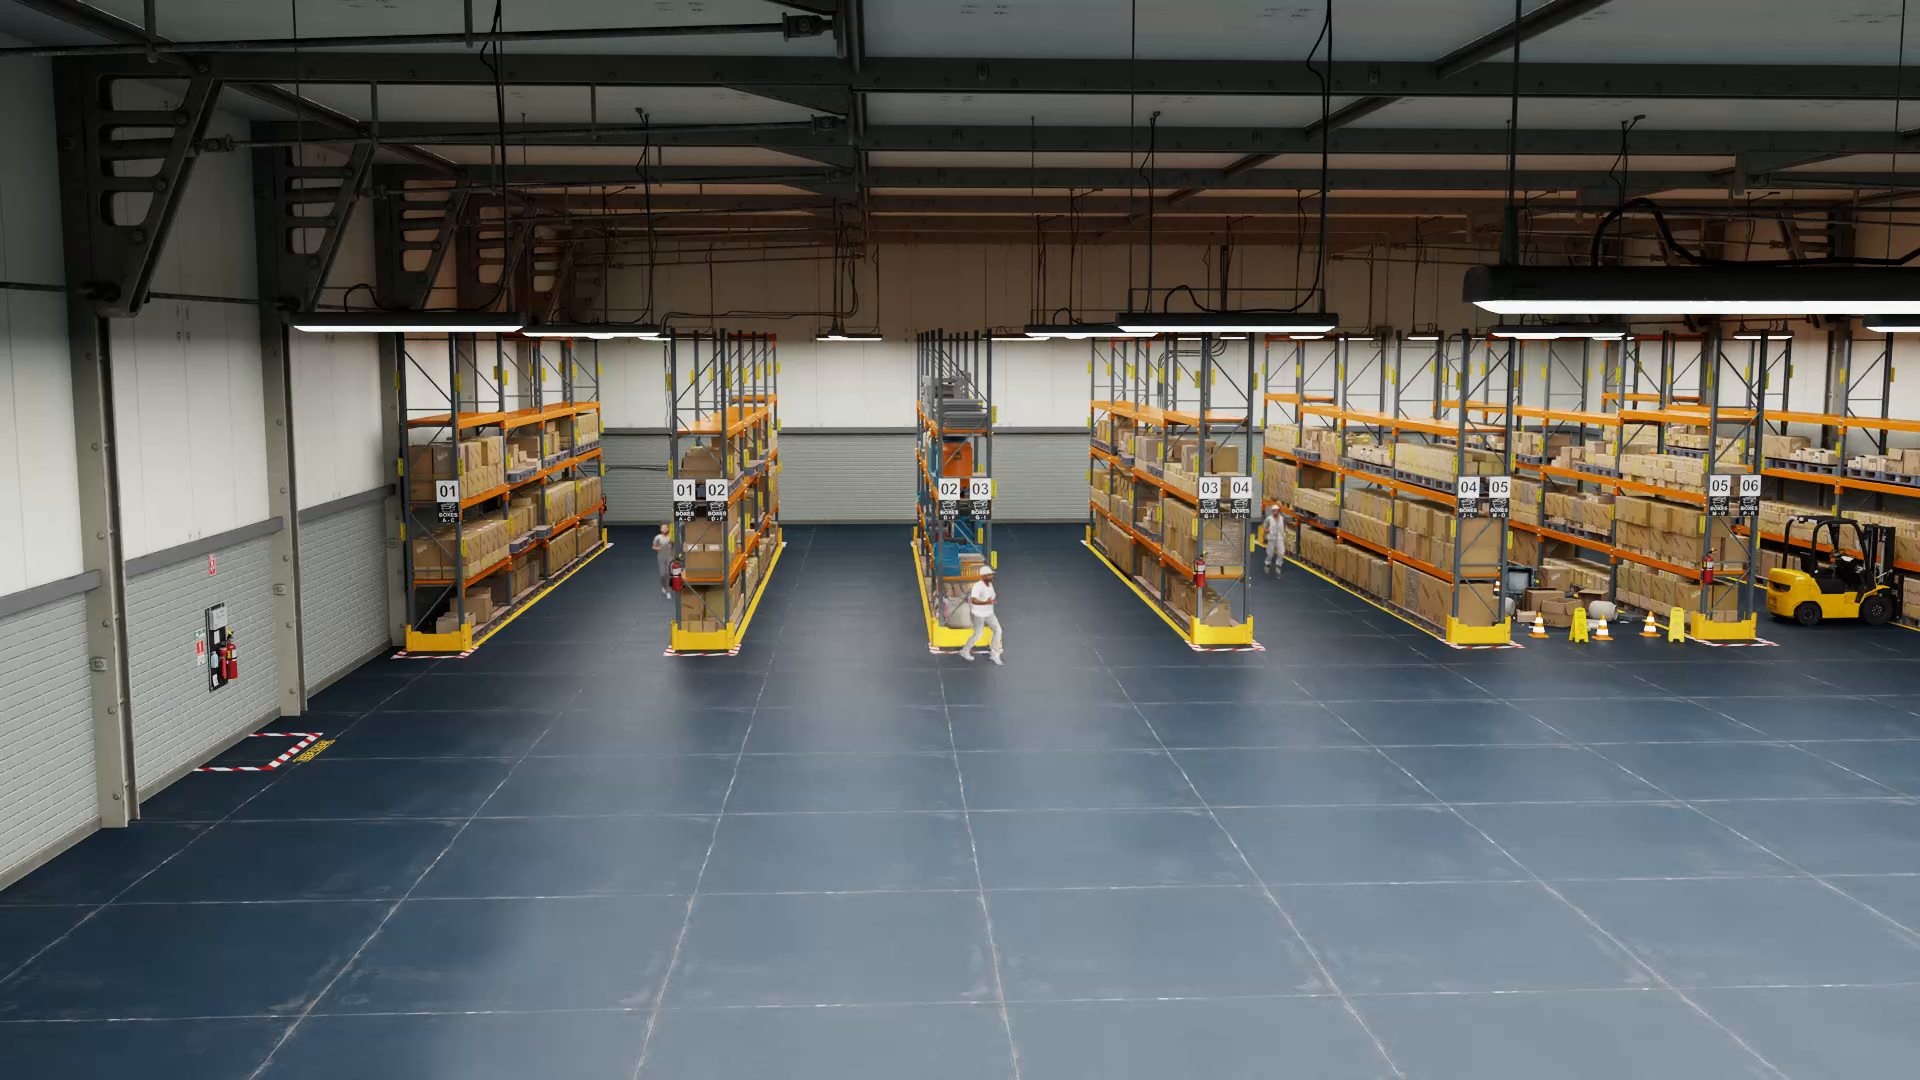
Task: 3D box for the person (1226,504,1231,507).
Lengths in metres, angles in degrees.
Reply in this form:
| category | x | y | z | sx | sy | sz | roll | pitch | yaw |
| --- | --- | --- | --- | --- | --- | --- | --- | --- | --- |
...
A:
| category | x | y | z | sx | sy | sz | roll | pitch | yaw |
| --- | --- | --- | --- | --- | --- | --- | --- | --- | --- |
| person | 7.527 | -0.769 | 48.391 | 0.781 | 1.584 | 0.540 | 4 | 8 | 31 |

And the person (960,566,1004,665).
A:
| category | x | y | z | sx | sy | sz | roll | pitch | yaw |
| --- | --- | --- | --- | --- | --- | --- | --- | --- | --- |
| person | 0.387 | 1.355 | 29.828 | 0.826 | 1.793 | 0.720 | 5 | 8 | 35 |

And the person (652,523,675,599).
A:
| category | x | y | z | sx | sy | sz | roll | pitch | yaw |
| --- | --- | --- | --- | --- | --- | --- | --- | --- | --- |
| person | -6.669 | 0.442 | 37.597 | 0.565 | 1.673 | 0.951 | -2 | 7 | -13 |

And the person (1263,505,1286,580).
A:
| category | x | y | z | sx | sy | sz | roll | pitch | yaw |
| --- | --- | --- | --- | --- | --- | --- | --- | --- | --- |
| person | 7.707 | 0.044 | 40.770 | 0.602 | 1.838 | 0.818 | 0 | 7 | -3 |
